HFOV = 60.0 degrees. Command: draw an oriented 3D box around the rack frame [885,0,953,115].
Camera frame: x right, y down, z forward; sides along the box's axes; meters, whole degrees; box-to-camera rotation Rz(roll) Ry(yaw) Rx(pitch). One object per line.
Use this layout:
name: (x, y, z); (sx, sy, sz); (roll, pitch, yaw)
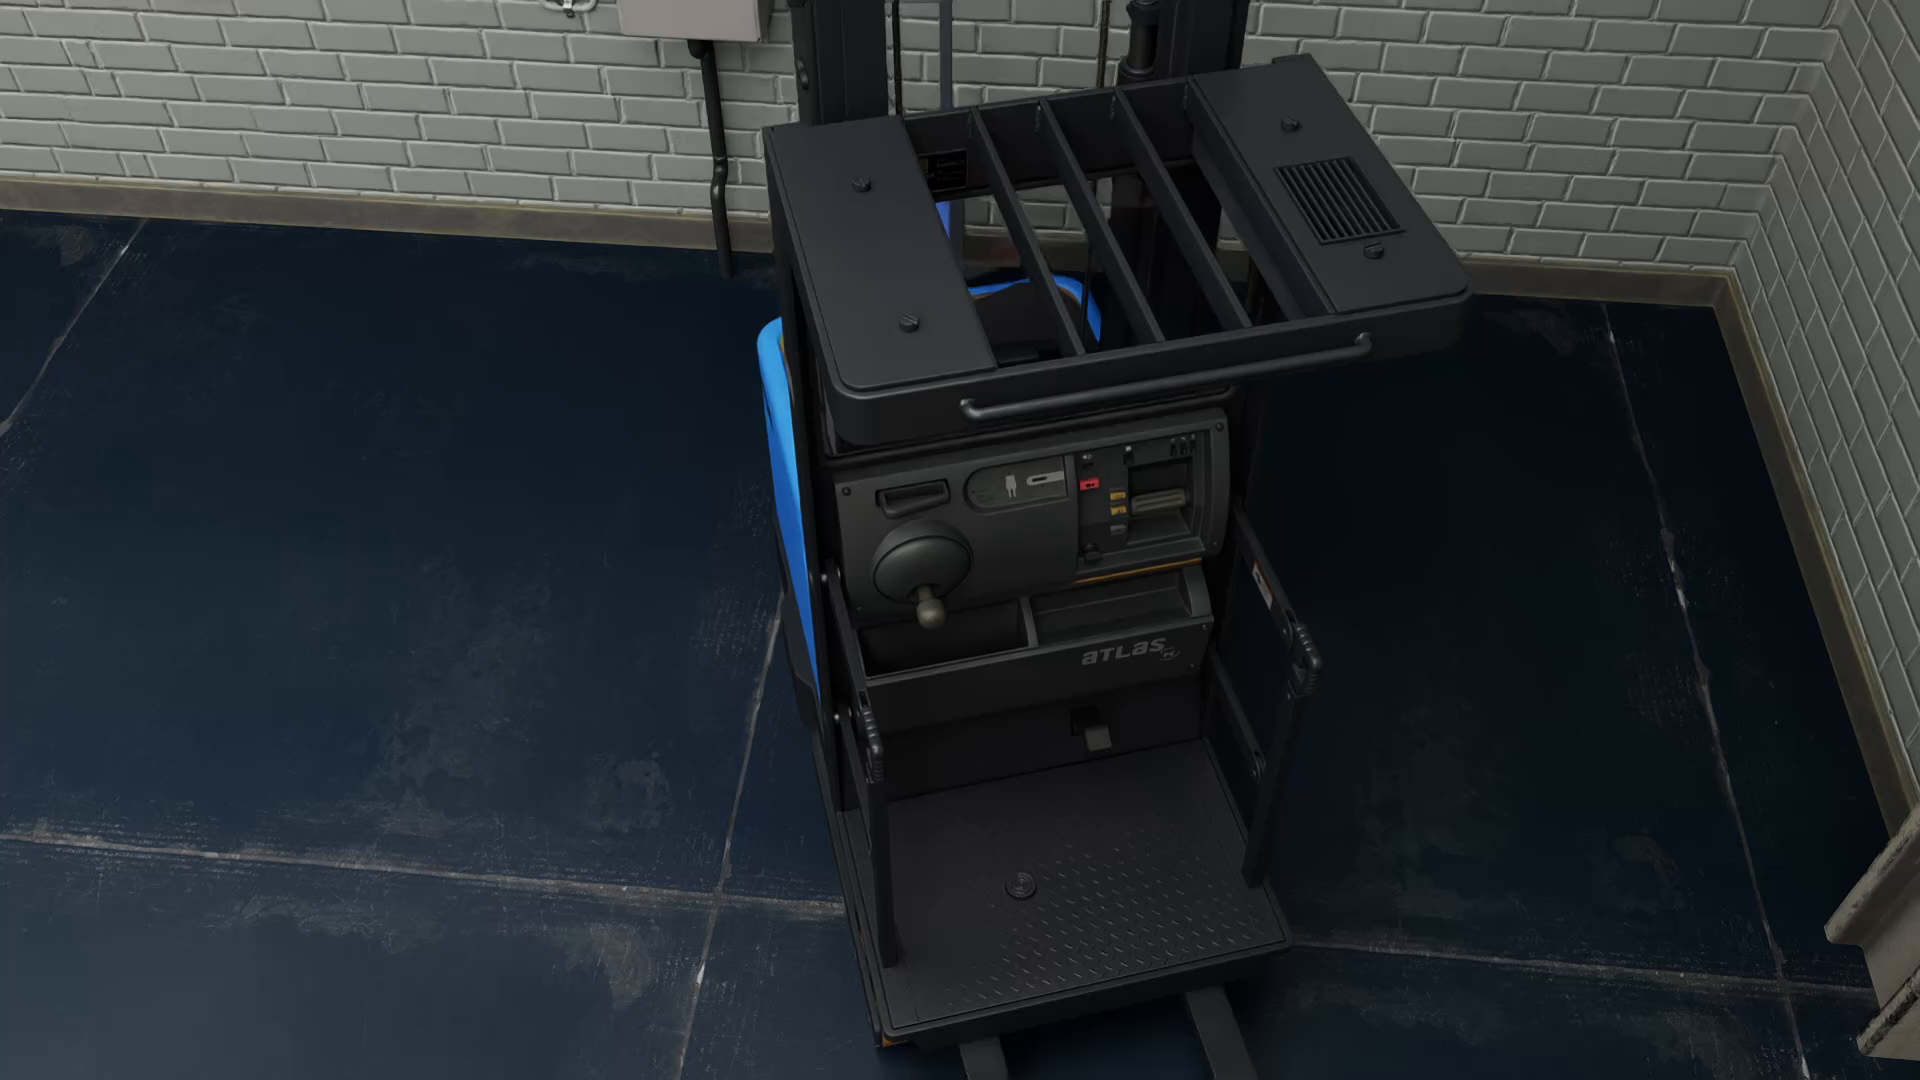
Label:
rack frame: (-0.276, -1.343, 5.962); (0.500, 1.500, 0.032); (-2, 48, -1)

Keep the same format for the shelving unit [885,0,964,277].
shelving unit: (-0.257, -0.968, 5.619); (0.538, 1.500, 1.048); (-2, 48, -1)

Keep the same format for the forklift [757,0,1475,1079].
forklift: (0.231, 0.054, 3.714); (1.130, 2.935, 3.031); (-10, 48, -9)

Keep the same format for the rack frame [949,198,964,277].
rack frame: (-0.238, -0.593, 5.276); (0.500, 1.500, 0.032); (-2, 48, -1)

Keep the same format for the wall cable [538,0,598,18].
wall cable: (-1.583, -2.571, 5.380); (0.588, 1.984, 0.122); (4, 48, 4)

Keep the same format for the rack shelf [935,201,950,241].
rack shelf: (-0.257, -0.846, 5.751); (0.538, 0.185, 1.000); (-2, 48, -1)

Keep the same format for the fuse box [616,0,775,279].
fuse box: (-0.918, -1.632, 6.083); (0.539, 1.711, 0.414); (4, 48, 4)
